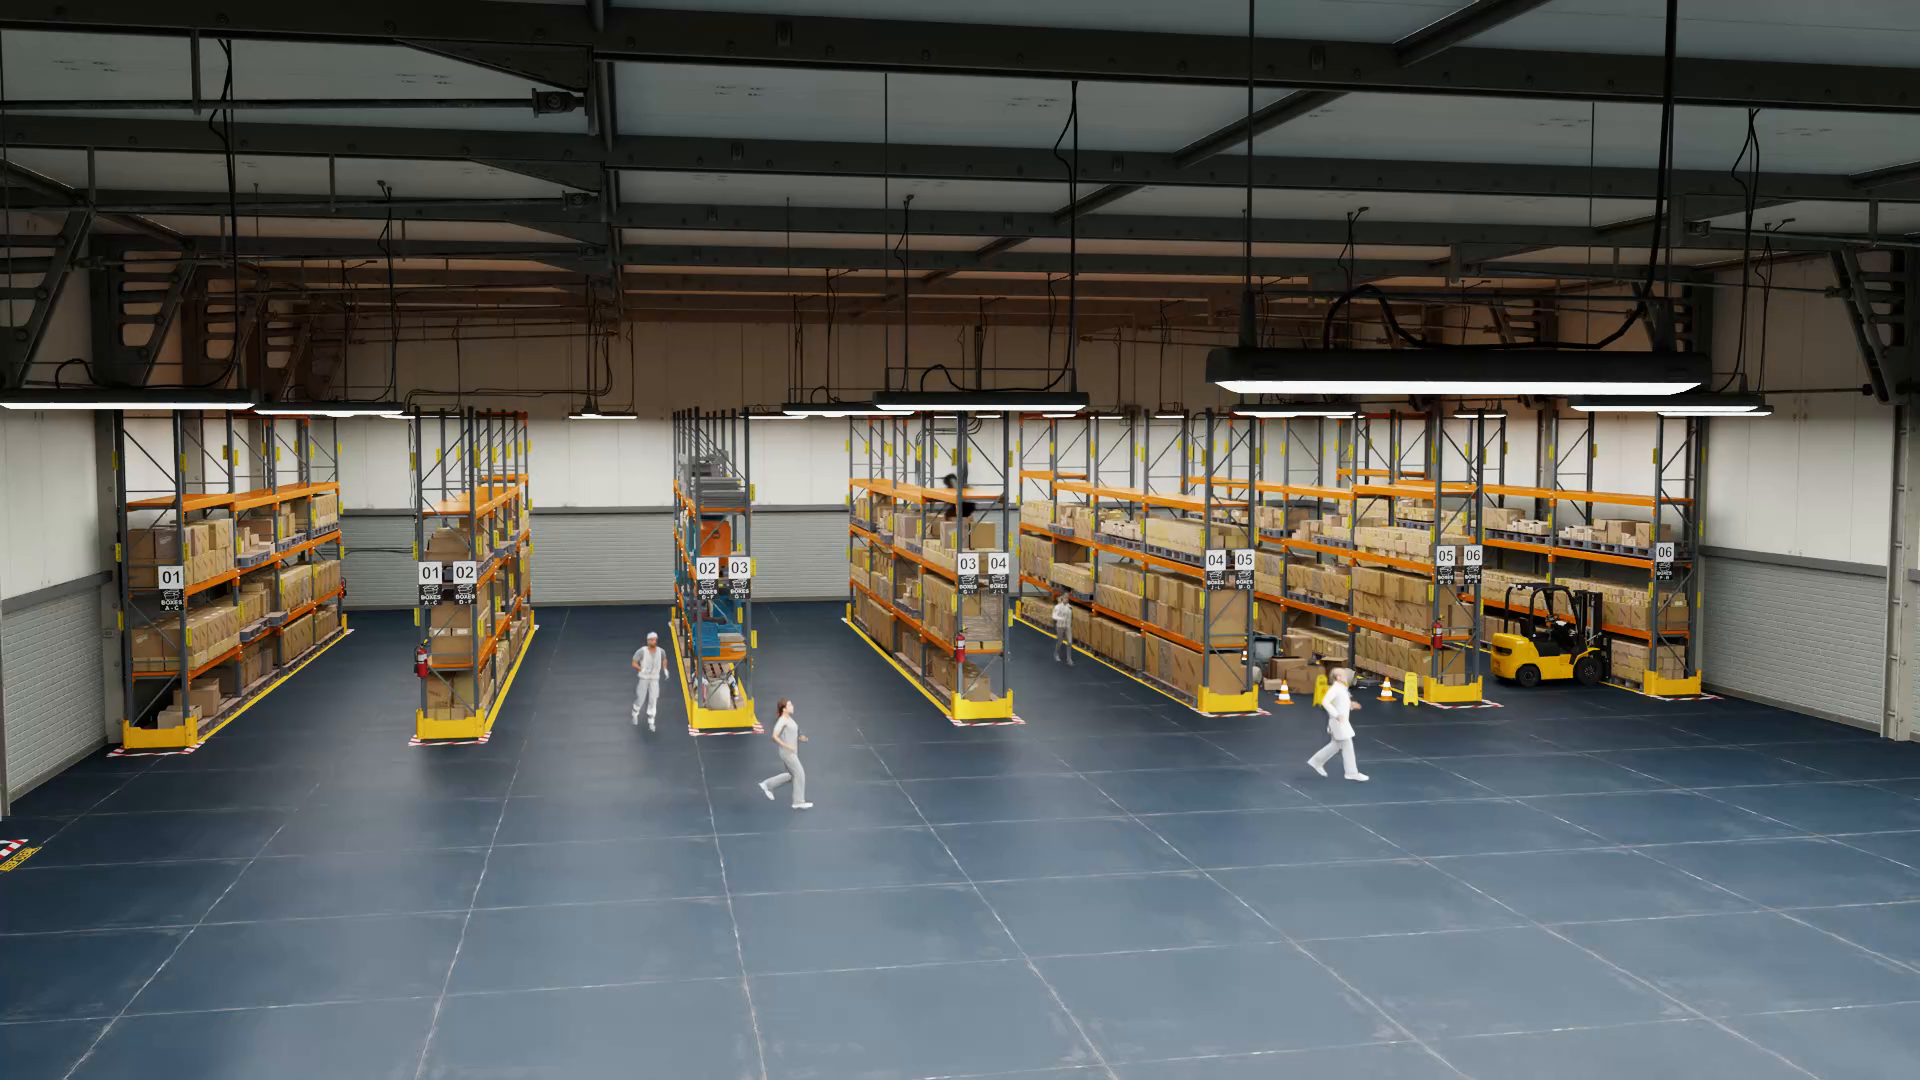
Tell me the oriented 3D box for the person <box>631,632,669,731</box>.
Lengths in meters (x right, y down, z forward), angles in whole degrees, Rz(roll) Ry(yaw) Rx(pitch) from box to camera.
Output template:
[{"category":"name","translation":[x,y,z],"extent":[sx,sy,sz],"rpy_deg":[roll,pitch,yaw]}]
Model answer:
[{"category":"person","translation":[-5.770,2.609,31.034],"extent":[0.714,1.789,0.911],"rpy_deg":[-2,5,-26]}]

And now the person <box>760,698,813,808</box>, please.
[{"category":"person","translation":[-2.581,3.153,24.600],"extent":[0.802,1.635,0.575],"rpy_deg":[0,4,6]}]

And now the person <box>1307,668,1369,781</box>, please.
[{"category":"person","translation":[6.038,2.946,26.519],"extent":[0.961,1.720,0.715],"rpy_deg":[1,4,15]}]

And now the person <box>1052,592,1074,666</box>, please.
[{"category":"person","translation":[2.428,2.090,39.270],"extent":[0.600,1.742,0.794],"rpy_deg":[-1,4,-20]}]
